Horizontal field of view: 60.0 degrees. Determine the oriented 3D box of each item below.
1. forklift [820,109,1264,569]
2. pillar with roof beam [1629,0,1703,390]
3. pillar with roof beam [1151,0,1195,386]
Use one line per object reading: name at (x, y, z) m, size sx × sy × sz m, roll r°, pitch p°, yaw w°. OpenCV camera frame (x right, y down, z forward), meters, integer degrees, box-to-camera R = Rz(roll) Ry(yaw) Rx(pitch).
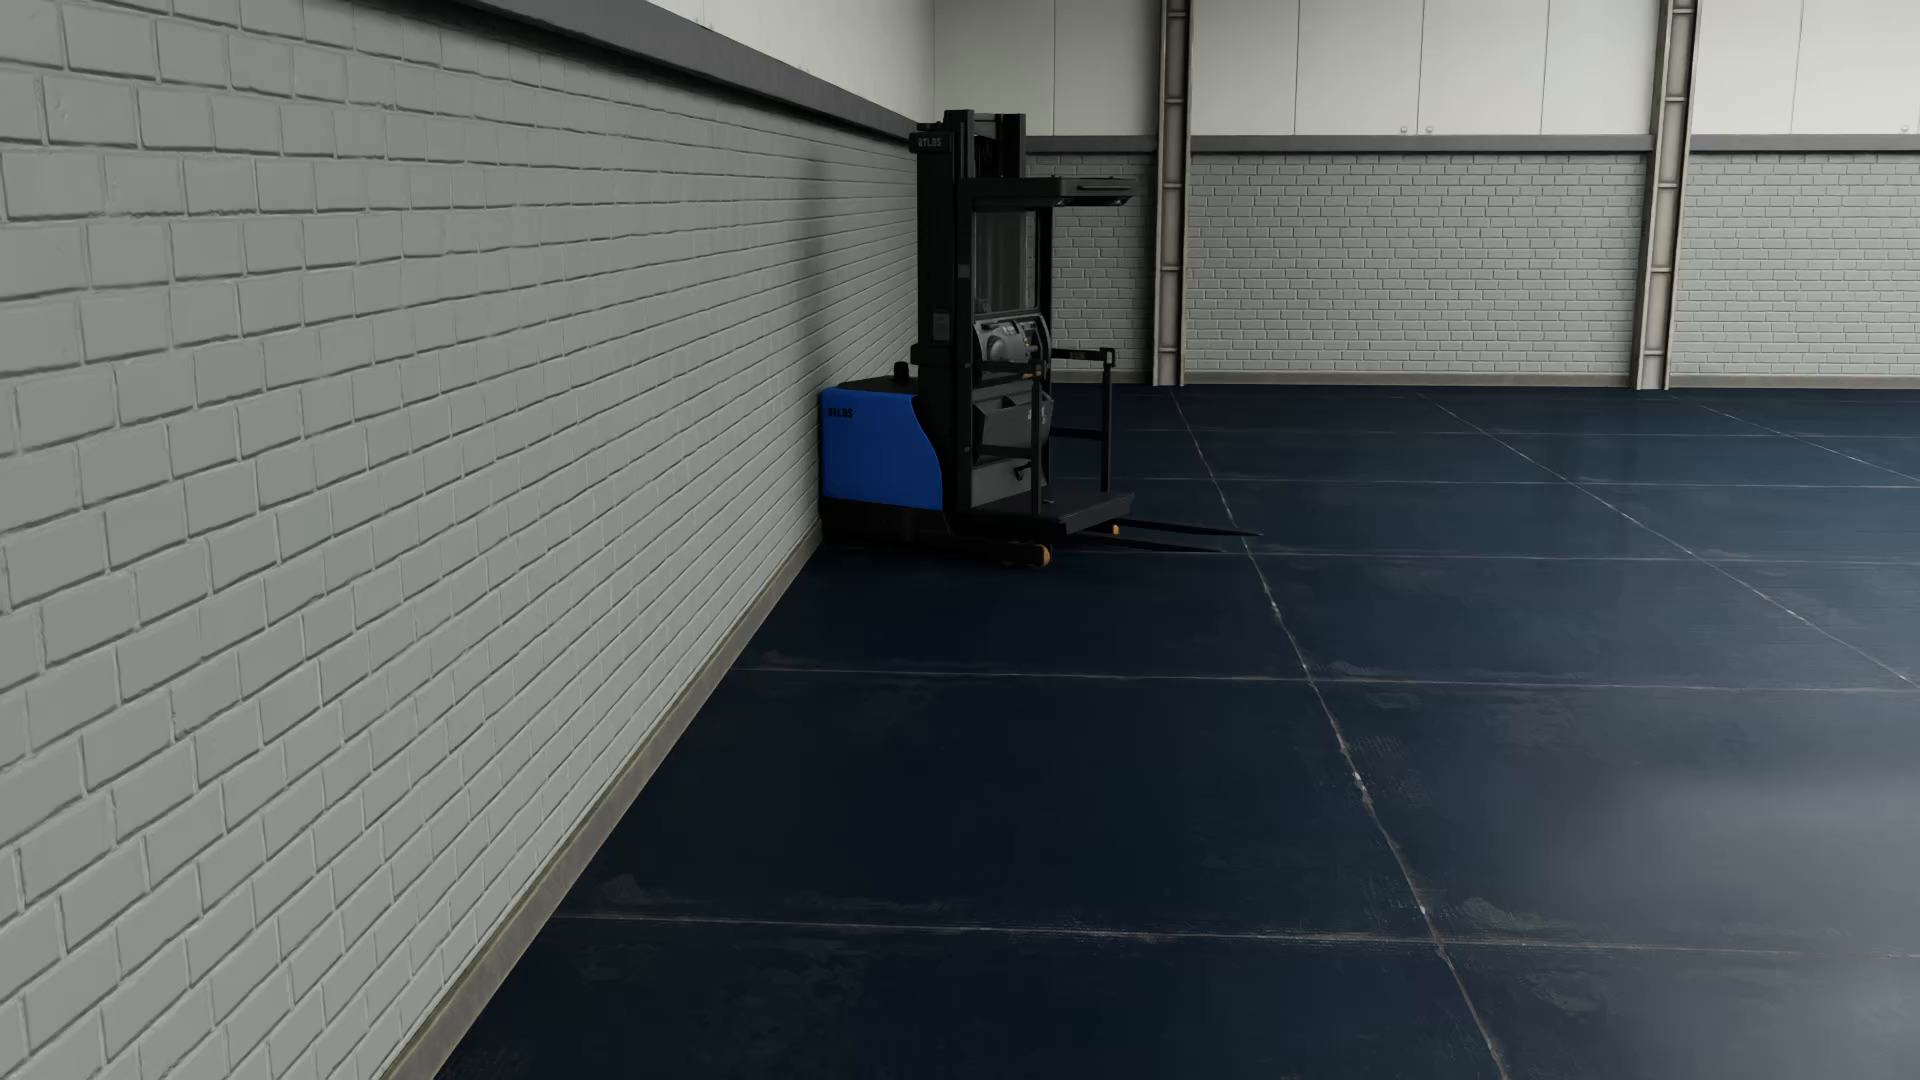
forklift at (0.530, -1.367, 11.143) m, size 3.031 × 2.935 × 1.130 m, roll 7°, pitch 14°, yaw 31°
pillar with roof beam at (8.353, -5.430, 15.747) m, size 0.400 × 9.000 × 9.100 m, roll 1°, pitch 12°, yaw 4°
pillar with roof beam at (2.367, -5.512, 16.139) m, size 0.400 × 9.000 × 9.100 m, roll 1°, pitch 12°, yaw 4°
